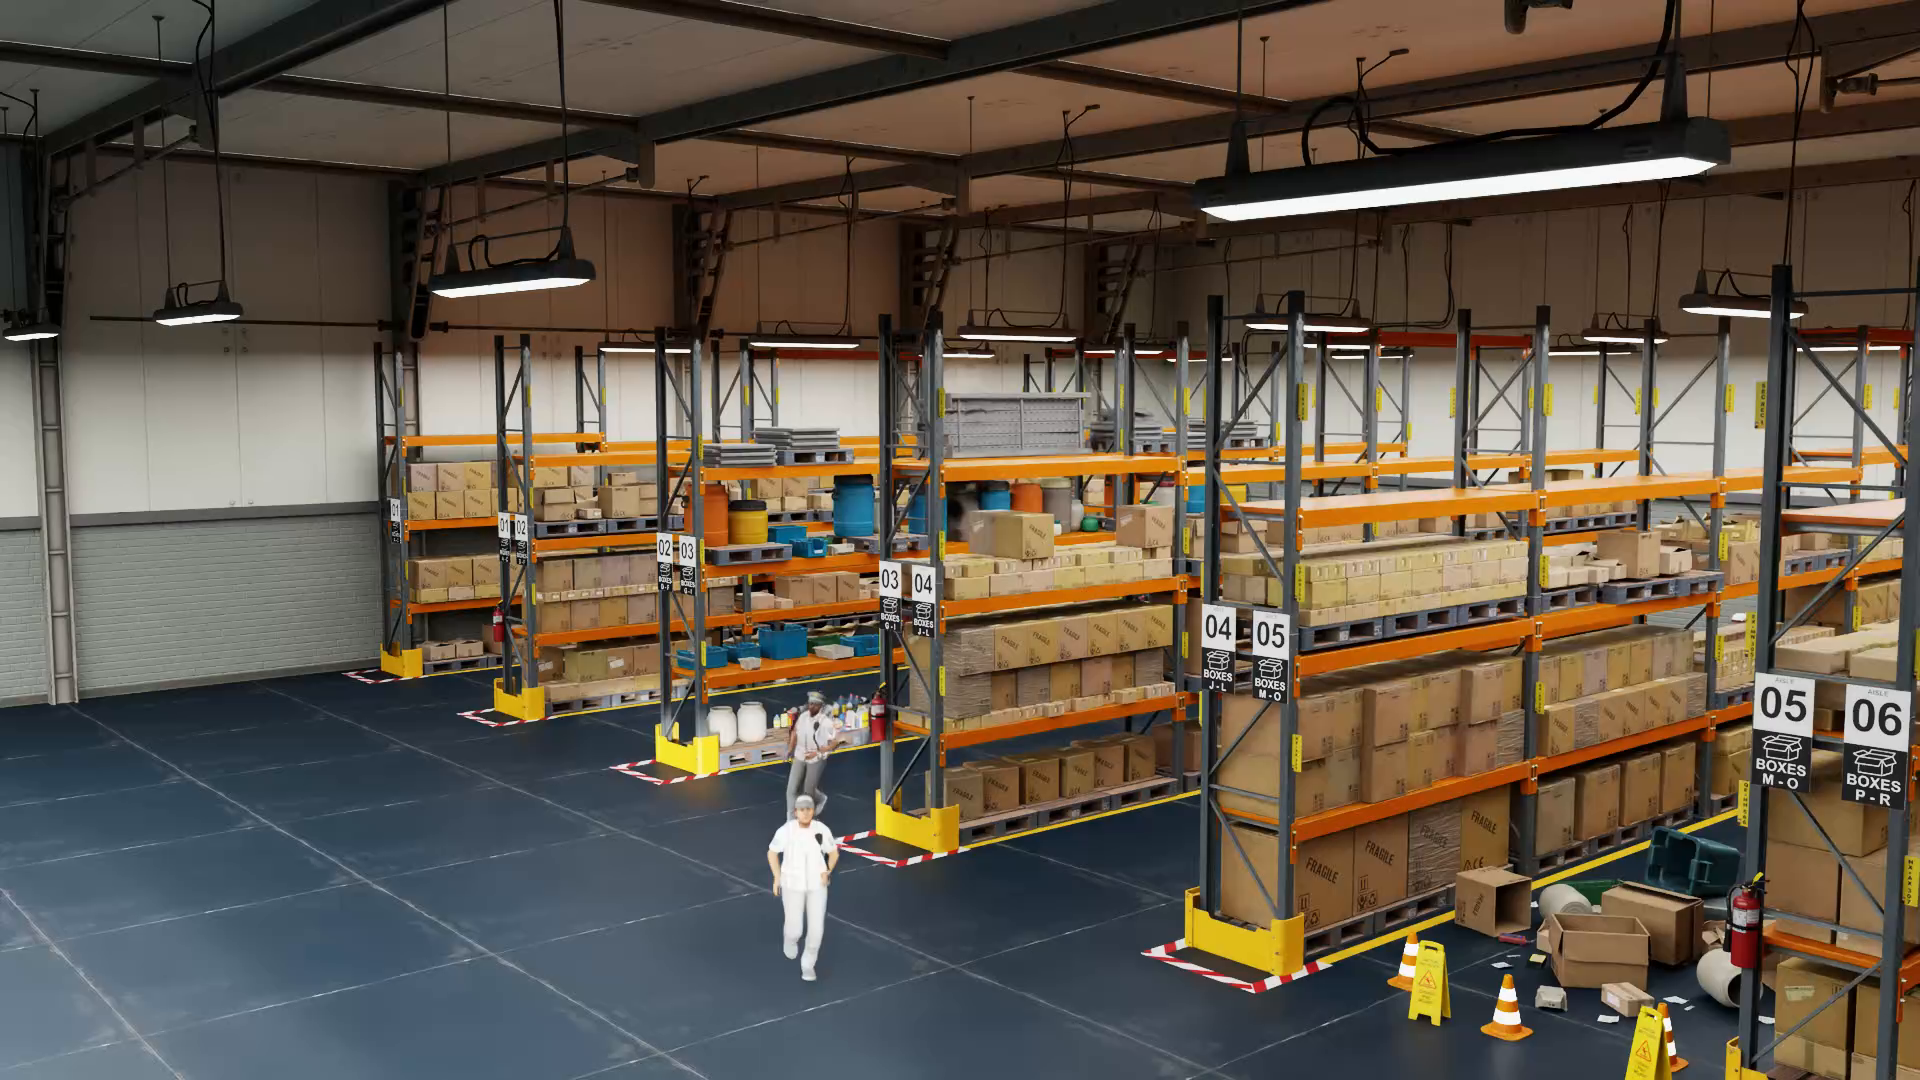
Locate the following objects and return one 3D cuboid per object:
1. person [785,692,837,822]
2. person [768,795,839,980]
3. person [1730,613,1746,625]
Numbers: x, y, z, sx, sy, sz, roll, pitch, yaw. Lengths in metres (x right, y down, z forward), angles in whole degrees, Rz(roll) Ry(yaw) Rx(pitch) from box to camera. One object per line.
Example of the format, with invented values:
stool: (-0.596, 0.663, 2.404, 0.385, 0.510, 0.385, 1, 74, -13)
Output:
person: (-1.724, 2.580, 19.467, 0.629, 1.667, 0.808, 2, 6, 23)
person: (-1.361, 3.042, 14.594, 0.621, 1.604, 0.532, -1, 5, -12)
person: (11.890, 1.990, 25.367, 0.748, 1.770, 0.685, -5, 7, -42)
